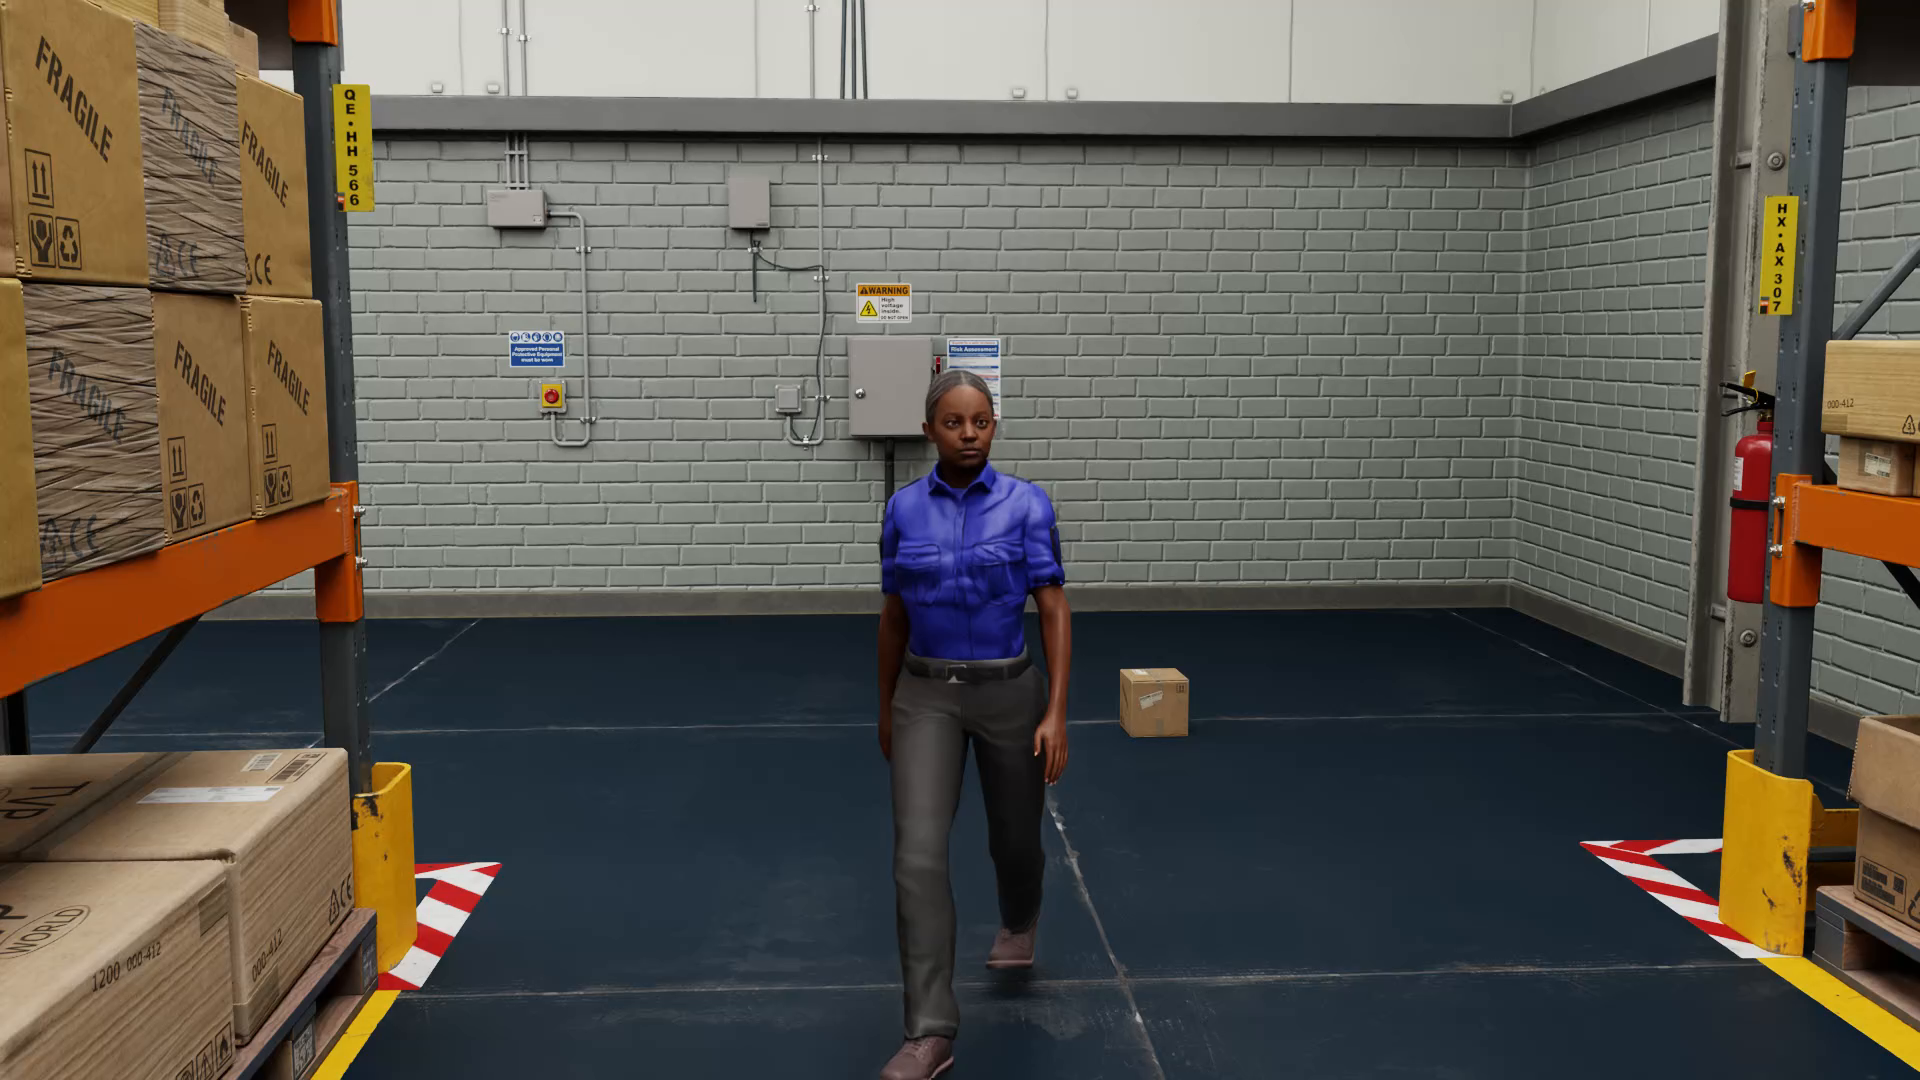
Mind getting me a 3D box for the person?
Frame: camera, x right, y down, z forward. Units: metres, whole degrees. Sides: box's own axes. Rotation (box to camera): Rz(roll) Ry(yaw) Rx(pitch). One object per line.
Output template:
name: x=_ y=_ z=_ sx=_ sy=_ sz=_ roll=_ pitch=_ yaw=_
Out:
person: x=0.023 y=0.399 z=3.994 sx=0.496 sy=1.608 sz=0.972 roll=1 pitch=7 yaw=7
